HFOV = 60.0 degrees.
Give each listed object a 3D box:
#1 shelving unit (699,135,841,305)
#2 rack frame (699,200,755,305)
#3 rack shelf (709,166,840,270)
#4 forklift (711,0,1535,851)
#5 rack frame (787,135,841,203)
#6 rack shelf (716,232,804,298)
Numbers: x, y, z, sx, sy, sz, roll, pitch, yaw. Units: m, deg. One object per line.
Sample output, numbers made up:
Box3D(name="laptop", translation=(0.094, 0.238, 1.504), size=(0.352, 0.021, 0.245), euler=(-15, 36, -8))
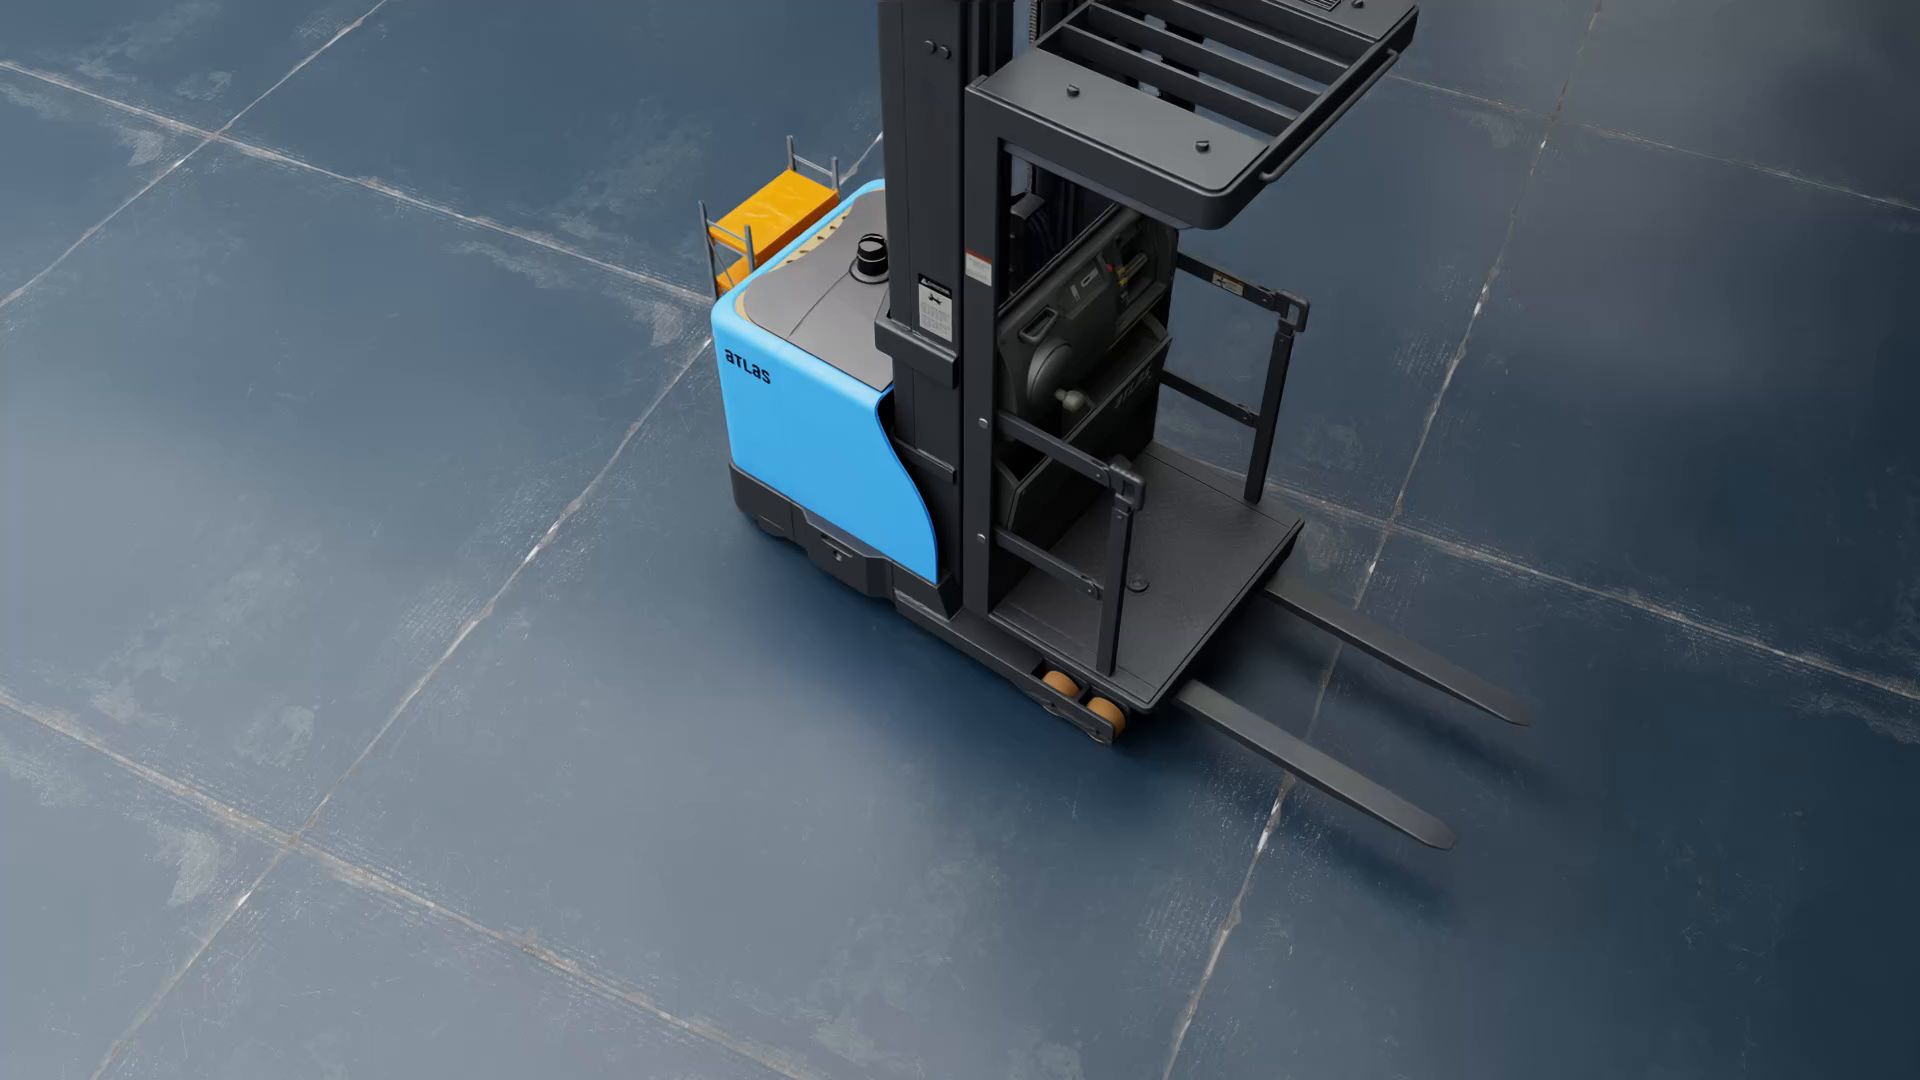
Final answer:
Box3D(name="shelving unit", translation=(-0.701, -0.936, 6.573), size=(0.258, 1.200, 0.503), euler=(30, 56, 23))
Box3D(name="rack frame", translation=(-0.848, -0.787, 6.447), size=(0.240, 1.200, 0.015), euler=(30, 56, 23))
Box3D(name="rack shelf", translation=(-0.702, -1.191, 6.274), size=(0.258, 0.148, 0.480), euler=(30, 56, 23))
Box3D(name="forklift", translation=(0.584, -0.690, 5.228), size=(3.031, 2.935, 1.130), euler=(30, 56, 23))
Box3D(name="rack frame", translation=(-0.555, -1.084, 6.700), size=(0.240, 1.200, 0.015), euler=(30, 56, 23))
Box3D(name="rack shelf", translation=(-0.702, -1.037, 6.454), size=(0.258, 0.148, 0.480), euler=(30, 56, 23))
